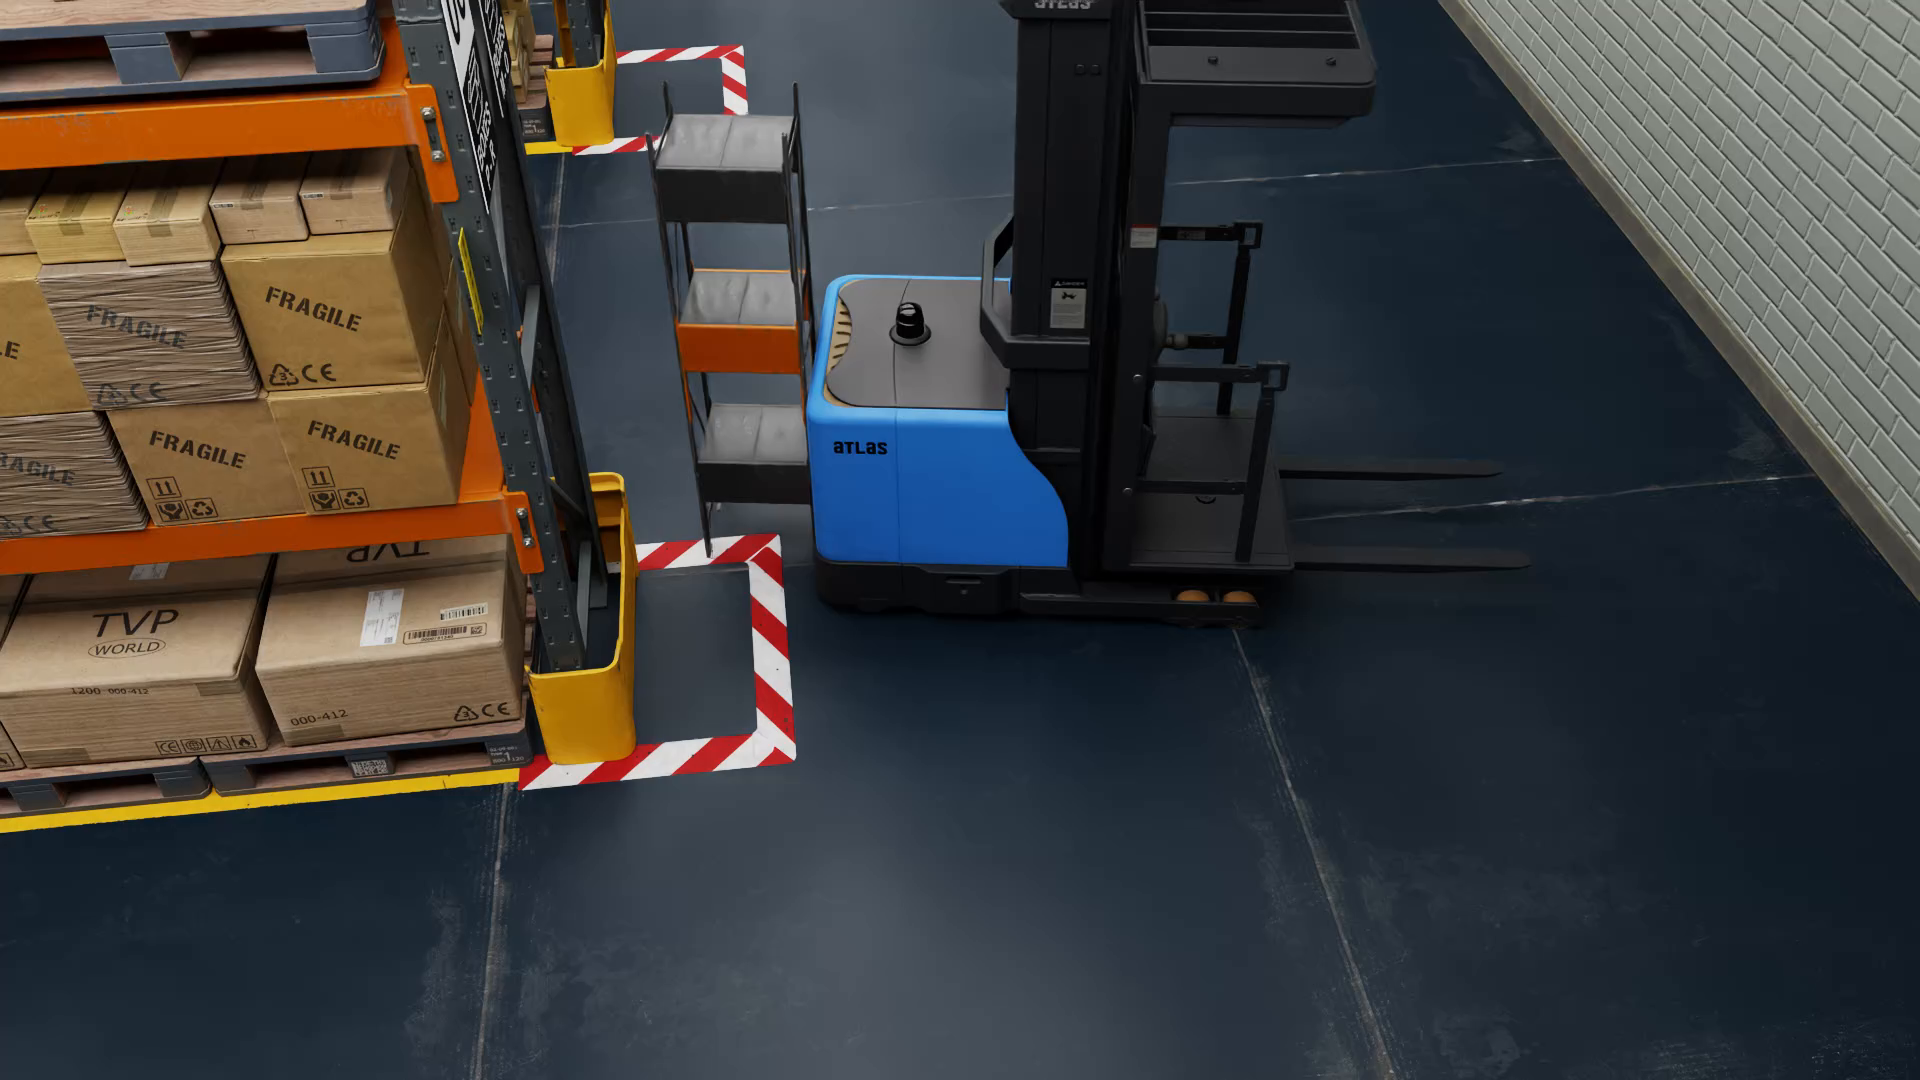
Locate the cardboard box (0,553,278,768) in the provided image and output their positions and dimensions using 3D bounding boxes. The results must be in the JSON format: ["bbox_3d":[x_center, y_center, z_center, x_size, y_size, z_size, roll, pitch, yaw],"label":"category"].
[{"bbox_3d":[-3.090,0.375,6.410,0.875,0.438,0.875,-4,42,-4],"label":"cardboard box"}]

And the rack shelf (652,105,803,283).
[{"bbox_3d":[-0.866,-1.315,6.325,0.480,0.518,0.431,1,43,2],"label":"rack shelf"}]

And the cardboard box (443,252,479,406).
[{"bbox_3d":[-2.055,-0.816,6.055,0.500,0.500,0.500,-5,42,-6],"label":"cardboard box"}]

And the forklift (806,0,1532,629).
[{"bbox_3d":[0.914,-1.077,6.471,3.031,2.935,1.130,1,42,2],"label":"forklift"}]

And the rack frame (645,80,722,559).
[{"bbox_3d":[-1.109,-0.821,6.801,0.015,2.100,0.400,1,43,2],"label":"rack frame"}]

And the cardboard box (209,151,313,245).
[{"bbox_3d":[-2.120,-1.077,5.114,0.250,0.149,0.380,-4,42,-5],"label":"cardboard box"}]

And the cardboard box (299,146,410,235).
[{"bbox_3d":[-1.872,-1.115,5.156,0.250,0.149,0.380,-4,42,-5],"label":"cardboard box"}]

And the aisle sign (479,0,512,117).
[{"bbox_3d":[-1.508,-1.794,5.273,0.004,0.787,0.394,-5,42,-6],"label":"aisle sign"}]

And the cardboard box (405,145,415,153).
[{"bbox_3d":[-1.930,-1.432,5.508,0.250,0.149,0.380,-4,42,-5],"label":"cardboard box"}]

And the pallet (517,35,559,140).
[{"bbox_3d":[-3.169,-2.819,10.433,1.213,0.211,1.003,-5,42,-6],"label":"pallet"}]

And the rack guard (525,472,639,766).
[{"bbox_3d":[-1.518,0.296,6.763,0.348,0.500,1.175,-5,42,-6],"label":"rack guard"}]

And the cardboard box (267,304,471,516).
[{"bbox_3d":[-1.986,-0.449,5.649,0.500,0.500,0.500,-5,42,-5],"label":"cardboard box"}]

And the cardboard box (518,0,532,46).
[{"bbox_3d":[-2.837,-3.241,10.412,0.250,0.149,0.380,-3,42,-4],"label":"cardboard box"}]

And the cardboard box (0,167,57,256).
[{"bbox_3d":[-2.889,-1.028,5.060,0.250,0.149,0.380,-5,42,-6],"label":"cardboard box"}]

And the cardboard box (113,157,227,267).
[{"bbox_3d":[-2.365,-0.999,5.027,0.250,0.149,0.380,-5,42,-6],"label":"cardboard box"}]

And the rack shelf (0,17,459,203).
[{"bbox_3d":[-3.525,-1.303,4.967,4.000,0.370,1.077,-5,42,-6],"label":"rack shelf"}]

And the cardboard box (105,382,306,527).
[{"bbox_3d":[-2.485,-0.416,5.612,0.500,0.500,0.500,-6,42,-6],"label":"cardboard box"}]

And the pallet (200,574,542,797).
[{"bbox_3d":[-2.325,0.527,6.723,1.213,0.211,1.003,-5,42,-6],"label":"pallet"}]

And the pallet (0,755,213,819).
[{"bbox_3d":[-3.532,0.631,6.608,1.213,0.211,1.003,-5,42,-6],"label":"pallet"}]

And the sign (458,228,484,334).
[{"bbox_3d":[-1.485,-0.786,5.056,0.005,0.325,0.100,-5,42,-6],"label":"sign"}]

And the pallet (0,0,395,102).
[{"bbox_3d":[-2.276,-1.639,4.870,1.213,0.211,1.003,-5,42,-6],"label":"pallet"}]

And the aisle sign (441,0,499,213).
[{"bbox_3d":[-1.430,-1.395,4.832,0.004,0.787,0.394,-5,42,-6],"label":"aisle sign"}]

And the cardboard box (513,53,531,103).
[{"bbox_3d":[-2.779,-2.822,10.169,0.250,0.149,0.380,-4,42,-5],"label":"cardboard box"}]

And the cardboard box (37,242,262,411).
[{"bbox_3d":[-2.503,-0.773,5.262,0.500,0.500,0.500,-5,42,-5],"label":"cardboard box"}]

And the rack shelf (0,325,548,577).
[{"bbox_3d":[-3.525,-0.189,5.972,4.000,0.370,1.077,-5,42,-6],"label":"rack shelf"}]

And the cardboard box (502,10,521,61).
[{"bbox_3d":[-2.776,-3.012,9.936,0.250,0.149,0.380,-5,42,-5],"label":"cardboard box"}]

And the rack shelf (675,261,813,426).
[{"bbox_3d":[-0.865,-0.805,6.803,0.480,0.518,0.431,1,43,2],"label":"rack shelf"}]

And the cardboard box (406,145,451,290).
[{"bbox_3d":[-2.055,-1.186,5.719,0.500,0.500,0.500,-6,42,-6],"label":"cardboard box"}]

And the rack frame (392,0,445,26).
[{"bbox_3d":[-1.542,-2.857,3.914,0.127,3.000,1.000,-5,42,-6],"label":"rack frame"}]

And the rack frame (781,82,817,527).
[{"bbox_3d":[-0.621,-0.809,6.788,0.015,2.100,0.400,1,43,2],"label":"rack frame"}]

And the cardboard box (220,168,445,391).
[{"bbox_3d":[-1.989,-0.838,5.334,0.500,0.500,0.500,-4,42,-4],"label":"cardboard box"}]

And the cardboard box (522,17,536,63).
[{"bbox_3d":[-2.845,-3.173,10.558,0.250,0.149,0.380,-4,42,-5],"label":"cardboard box"}]

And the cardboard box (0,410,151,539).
[{"bbox_3d":[-2.994,-0.364,5.555,0.500,0.500,0.500,-4,42,-4],"label":"cardboard box"}]

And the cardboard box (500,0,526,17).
[{"bbox_3d":[-2.847,-3.407,10.373,0.250,0.149,0.380,-7,42,-7],"label":"cardboard box"}]

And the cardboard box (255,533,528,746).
[{"bbox_3d":[-2.183,0.289,6.504,0.875,0.438,0.875,-6,42,-7],"label":"cardboard box"}]

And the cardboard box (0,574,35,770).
[{"bbox_3d":[-3.984,0.452,6.324,0.875,0.438,0.875,-6,42,-7],"label":"cardboard box"}]

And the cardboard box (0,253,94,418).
[{"bbox_3d":[-2.994,-0.732,5.216,0.500,0.500,0.500,-5,42,-6],"label":"cardboard box"}]

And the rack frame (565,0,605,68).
[{"bbox_3d":[-2.284,-3.908,9.559,0.127,3.000,1.000,-5,42,-6],"label":"rack frame"}]

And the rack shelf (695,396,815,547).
[{"bbox_3d":[-0.865,-0.294,7.282,0.480,0.518,0.431,1,43,2],"label":"rack shelf"}]

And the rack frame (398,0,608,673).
[{"bbox_3d":[-1.542,-0.630,5.924,0.127,3.000,1.000,-5,42,-6],"label":"rack frame"}]

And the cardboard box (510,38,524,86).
[{"bbox_3d":[-2.770,-2.881,10.012,0.250,0.149,0.380,-6,42,-7],"label":"cardboard box"}]

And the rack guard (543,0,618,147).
[{"bbox_3d":[-2.359,-2.974,10.389,0.348,0.500,1.175,-5,42,-6],"label":"rack guard"}]

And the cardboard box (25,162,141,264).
[{"bbox_3d":[-2.621,-1.004,5.033,0.250,0.149,0.380,-4,42,-5],"label":"cardboard box"}]

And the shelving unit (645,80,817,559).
[{"bbox_3d":[-0.865,-0.815,6.794,0.503,2.100,0.431,1,43,2],"label":"shelving unit"}]

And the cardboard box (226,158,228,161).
[{"bbox_3d":[-2.566,-1.136,5.664,0.500,0.500,0.500,-6,42,-7],"label":"cardboard box"}]
